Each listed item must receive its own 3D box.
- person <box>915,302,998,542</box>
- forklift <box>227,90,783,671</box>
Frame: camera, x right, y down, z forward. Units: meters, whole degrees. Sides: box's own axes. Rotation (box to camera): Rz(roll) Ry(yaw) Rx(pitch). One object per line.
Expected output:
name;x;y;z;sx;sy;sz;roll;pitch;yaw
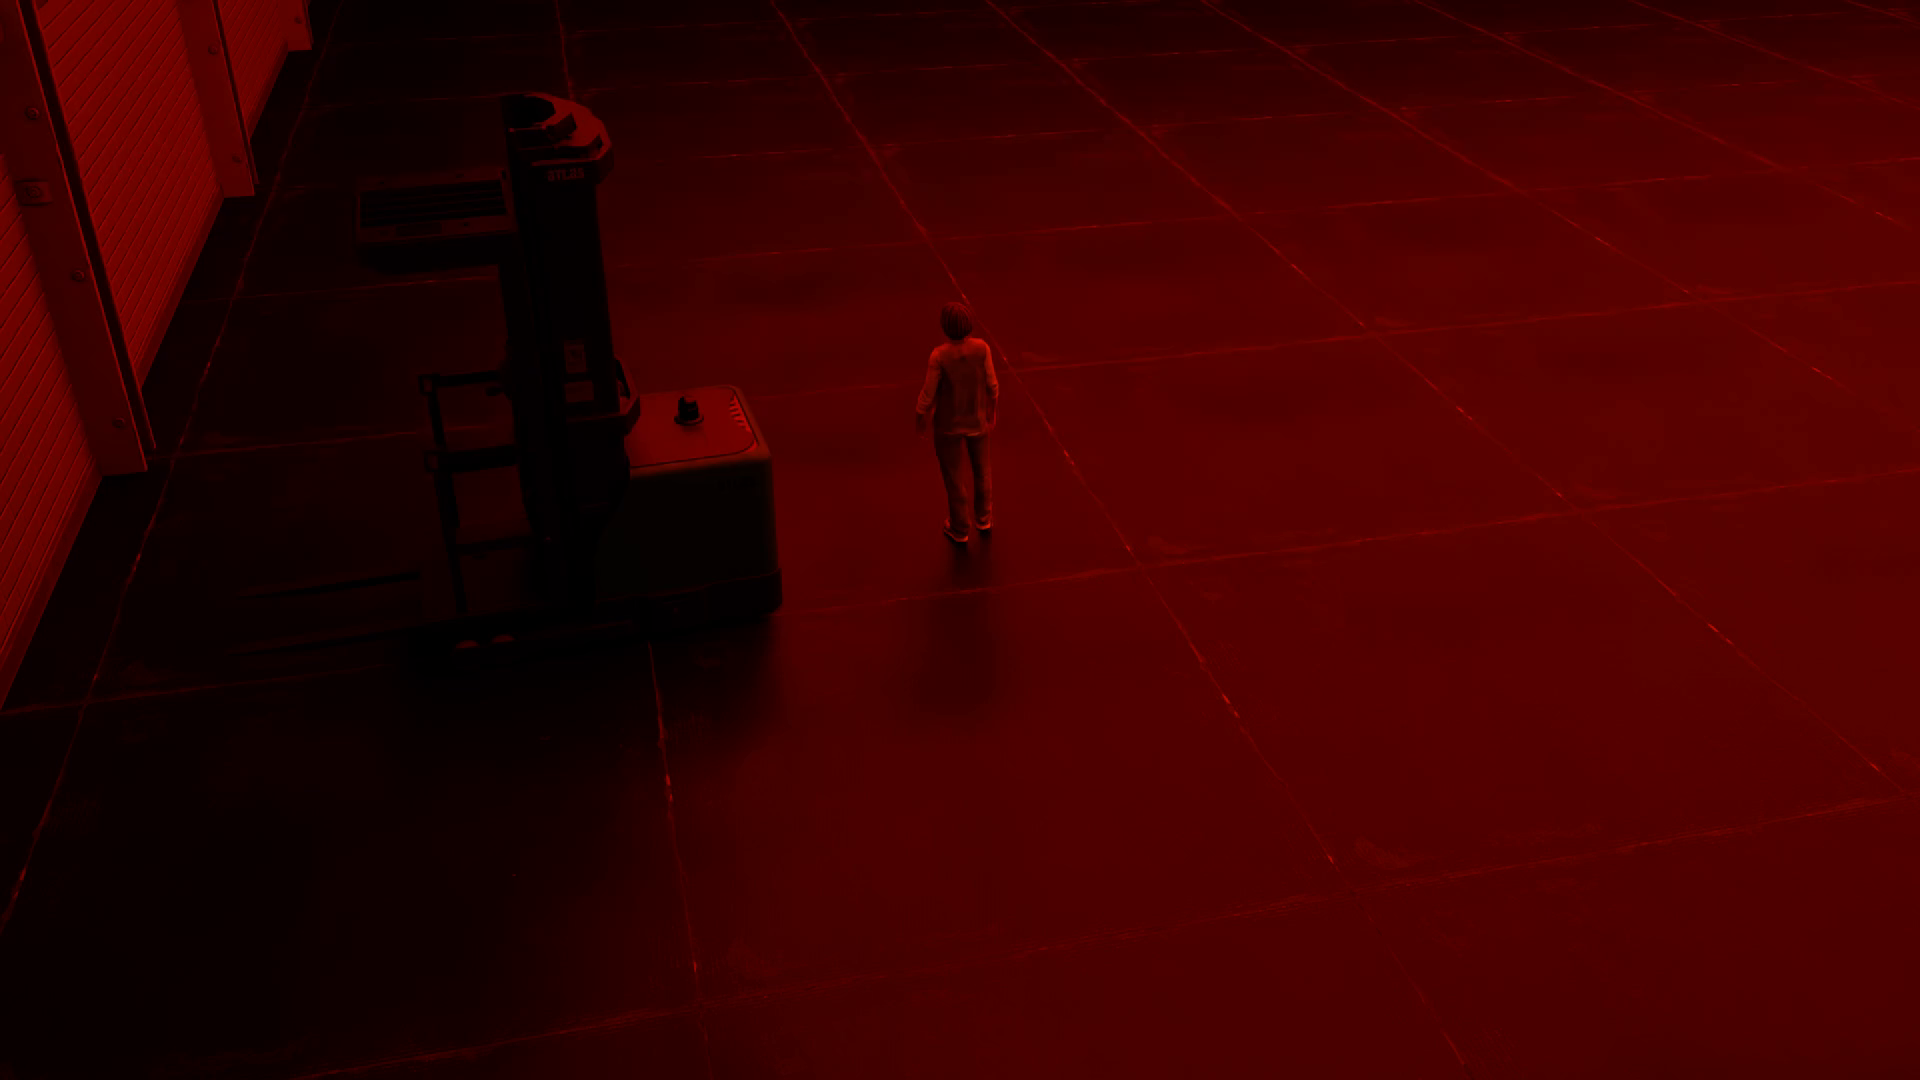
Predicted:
person;-0.023;-0.735;10.172;0.541;1.601;0.434;-10;31;-16
forklift;-2.613;-0.839;9.024;3.031;2.935;1.130;-9;31;-15
